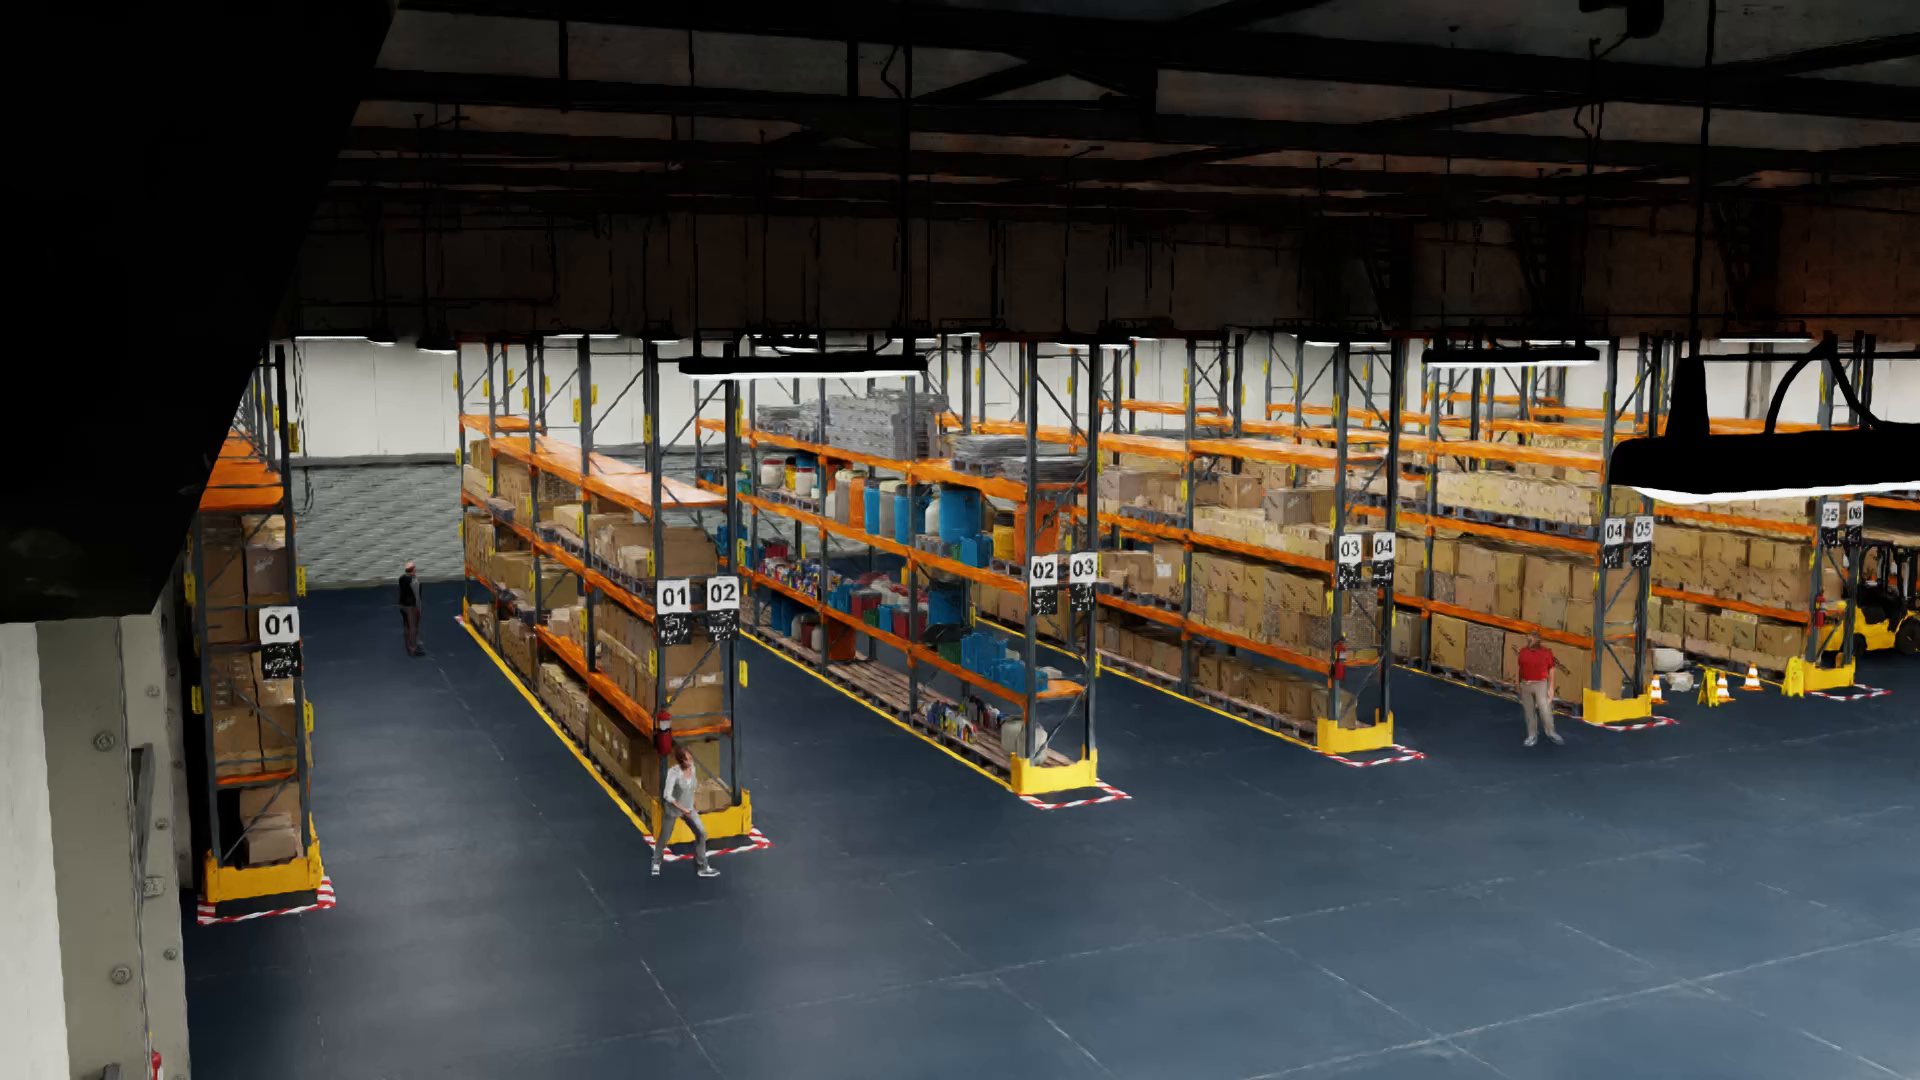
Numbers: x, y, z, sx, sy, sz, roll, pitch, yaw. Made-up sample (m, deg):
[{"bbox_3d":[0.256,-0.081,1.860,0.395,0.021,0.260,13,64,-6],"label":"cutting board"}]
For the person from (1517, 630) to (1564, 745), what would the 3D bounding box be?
[{"bbox_3d":[8.546,2.176,24.509,0.707,1.713,0.503,6,10,37],"label":"person"}]

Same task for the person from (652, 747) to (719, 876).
[{"bbox_3d":[-3.154,3.047,18.763,0.569,1.530,0.770,-7,10,-42],"label":"person"}]

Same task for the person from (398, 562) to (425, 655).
[{"bbox_3d":[-10.258,1.263,31.189,0.598,1.731,0.463,6,10,38],"label":"person"}]
